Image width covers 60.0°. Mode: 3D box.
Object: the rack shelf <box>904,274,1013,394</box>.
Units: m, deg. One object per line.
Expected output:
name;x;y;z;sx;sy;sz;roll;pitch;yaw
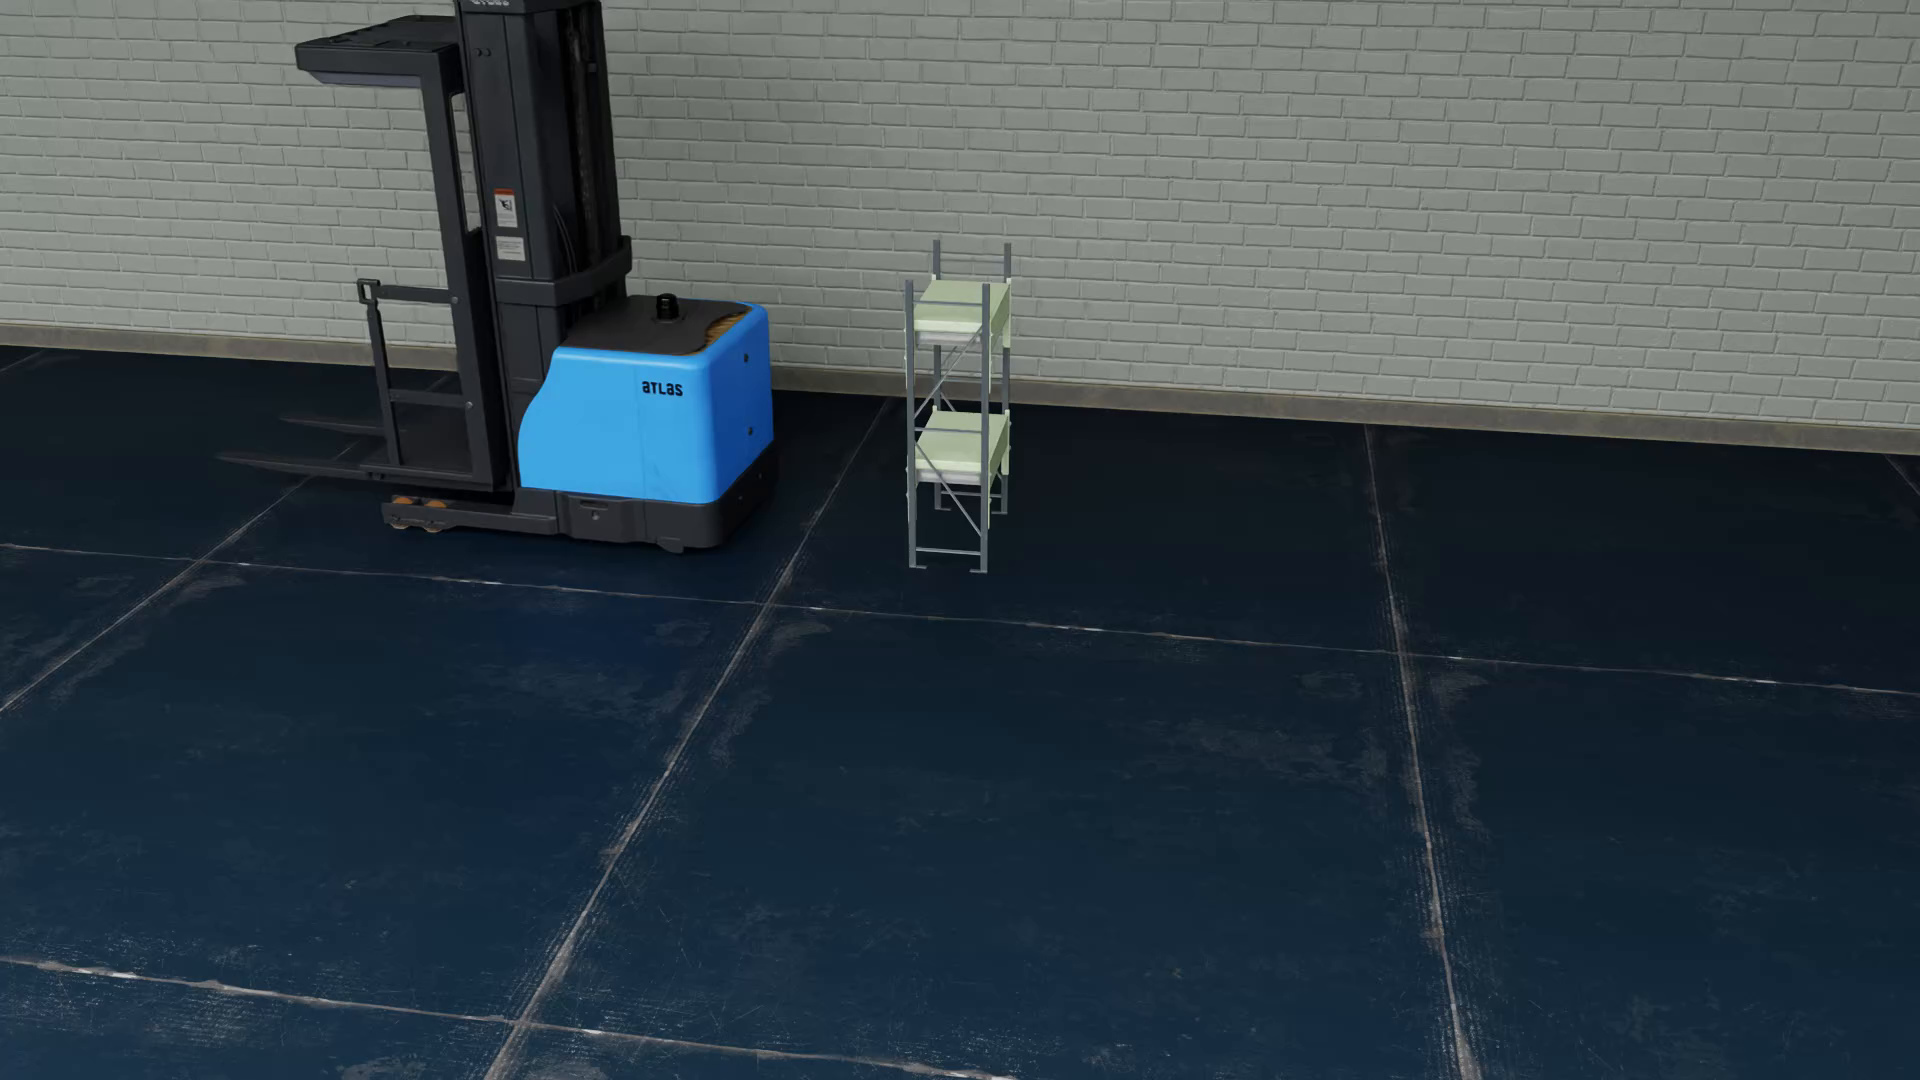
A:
rack shelf;0.001;-1.036;8.273;0.431;0.370;0.720;4;25;9

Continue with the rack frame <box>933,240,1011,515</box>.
rack frame;0.061;-0.835;8.765;0.400;1.500;0.023;4;25;9

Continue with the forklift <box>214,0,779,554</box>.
forklift;-2.590;-1.576;8.660;3.031;2.935;1.130;6;26;12

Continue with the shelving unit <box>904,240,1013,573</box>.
shelving unit;0.001;-0.682;8.438;0.431;1.500;0.755;4;25;9

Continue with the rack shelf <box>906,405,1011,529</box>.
rack shelf;0.001;-0.387;8.576;0.431;0.370;0.720;4;25;9

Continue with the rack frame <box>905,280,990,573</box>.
rack frame;-0.059;-0.529;8.111;0.400;1.500;0.023;4;25;9
